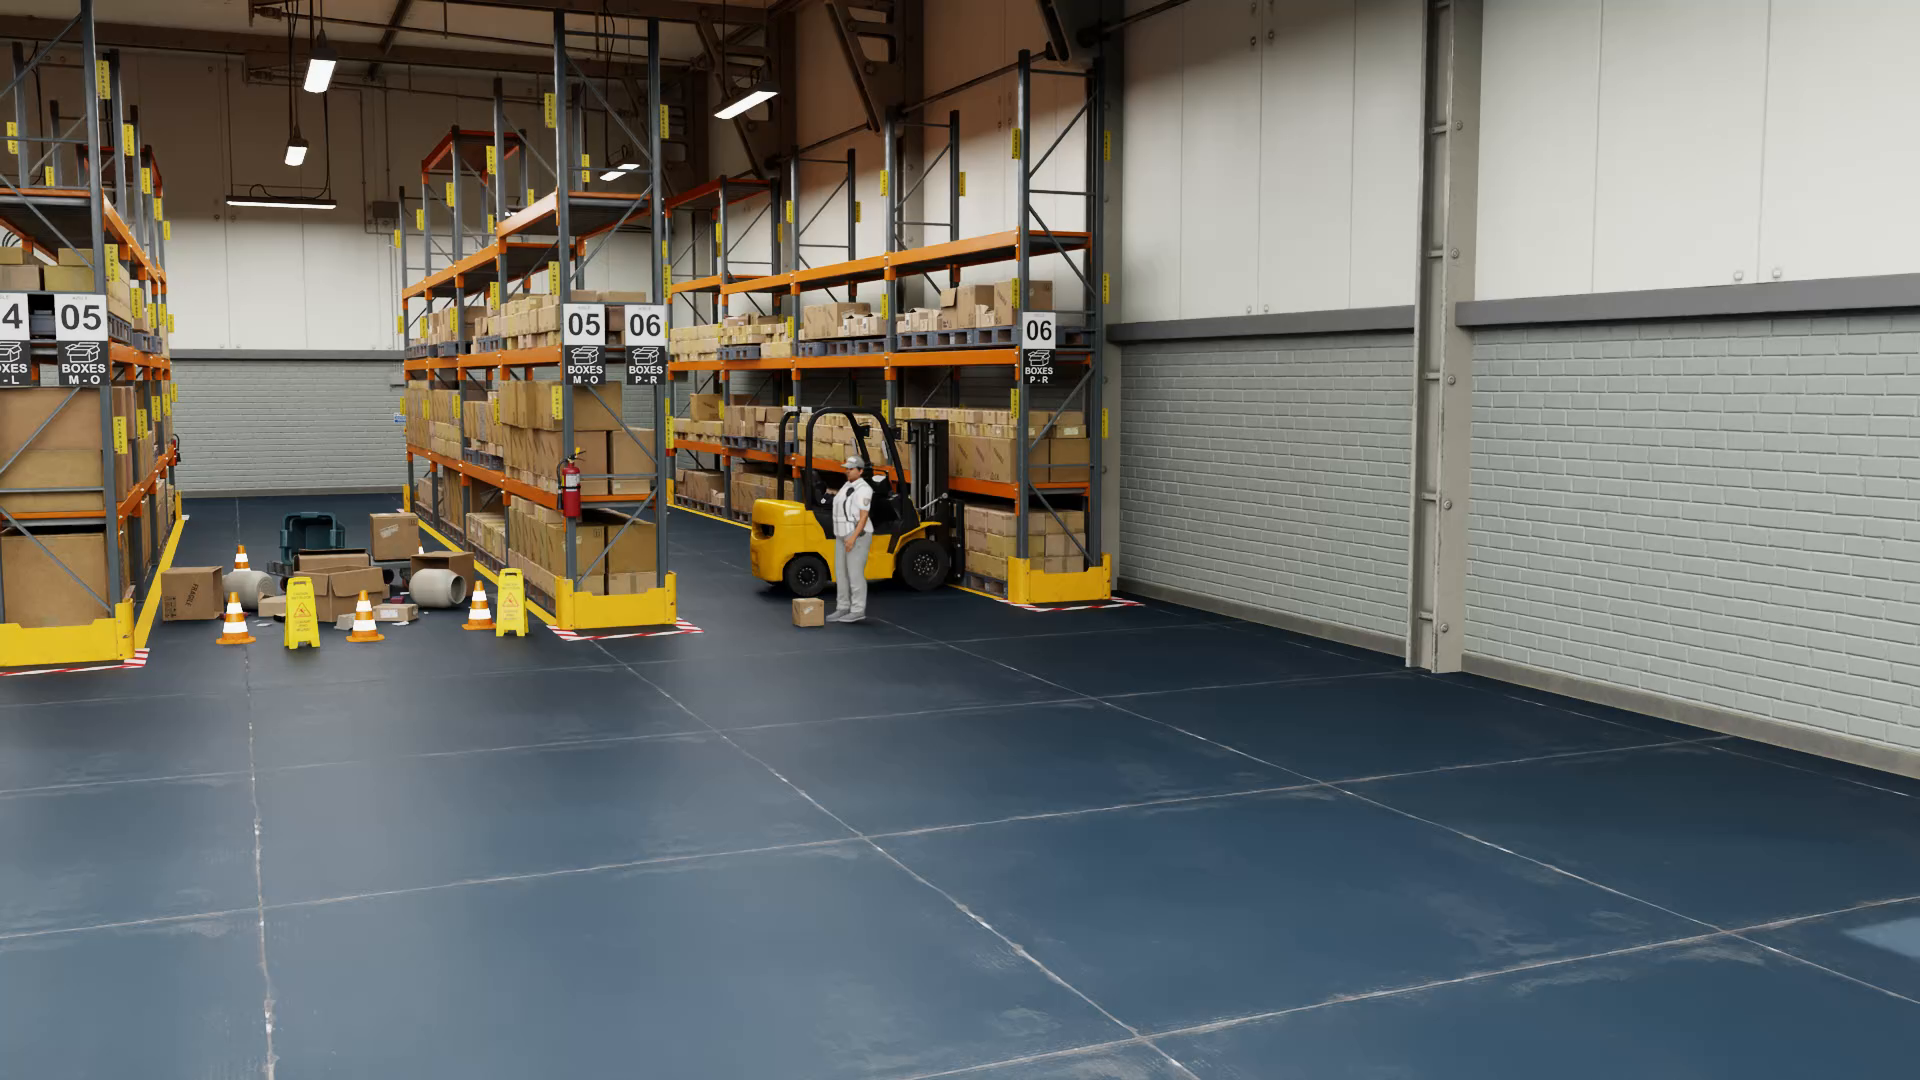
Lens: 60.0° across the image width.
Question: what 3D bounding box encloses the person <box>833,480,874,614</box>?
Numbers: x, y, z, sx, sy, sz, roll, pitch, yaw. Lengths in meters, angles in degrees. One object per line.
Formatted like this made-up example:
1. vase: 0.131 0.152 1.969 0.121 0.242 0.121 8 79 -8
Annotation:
1. person: -1.094 0.064 16.921 0.379 1.364 0.433 -3 6 -31
